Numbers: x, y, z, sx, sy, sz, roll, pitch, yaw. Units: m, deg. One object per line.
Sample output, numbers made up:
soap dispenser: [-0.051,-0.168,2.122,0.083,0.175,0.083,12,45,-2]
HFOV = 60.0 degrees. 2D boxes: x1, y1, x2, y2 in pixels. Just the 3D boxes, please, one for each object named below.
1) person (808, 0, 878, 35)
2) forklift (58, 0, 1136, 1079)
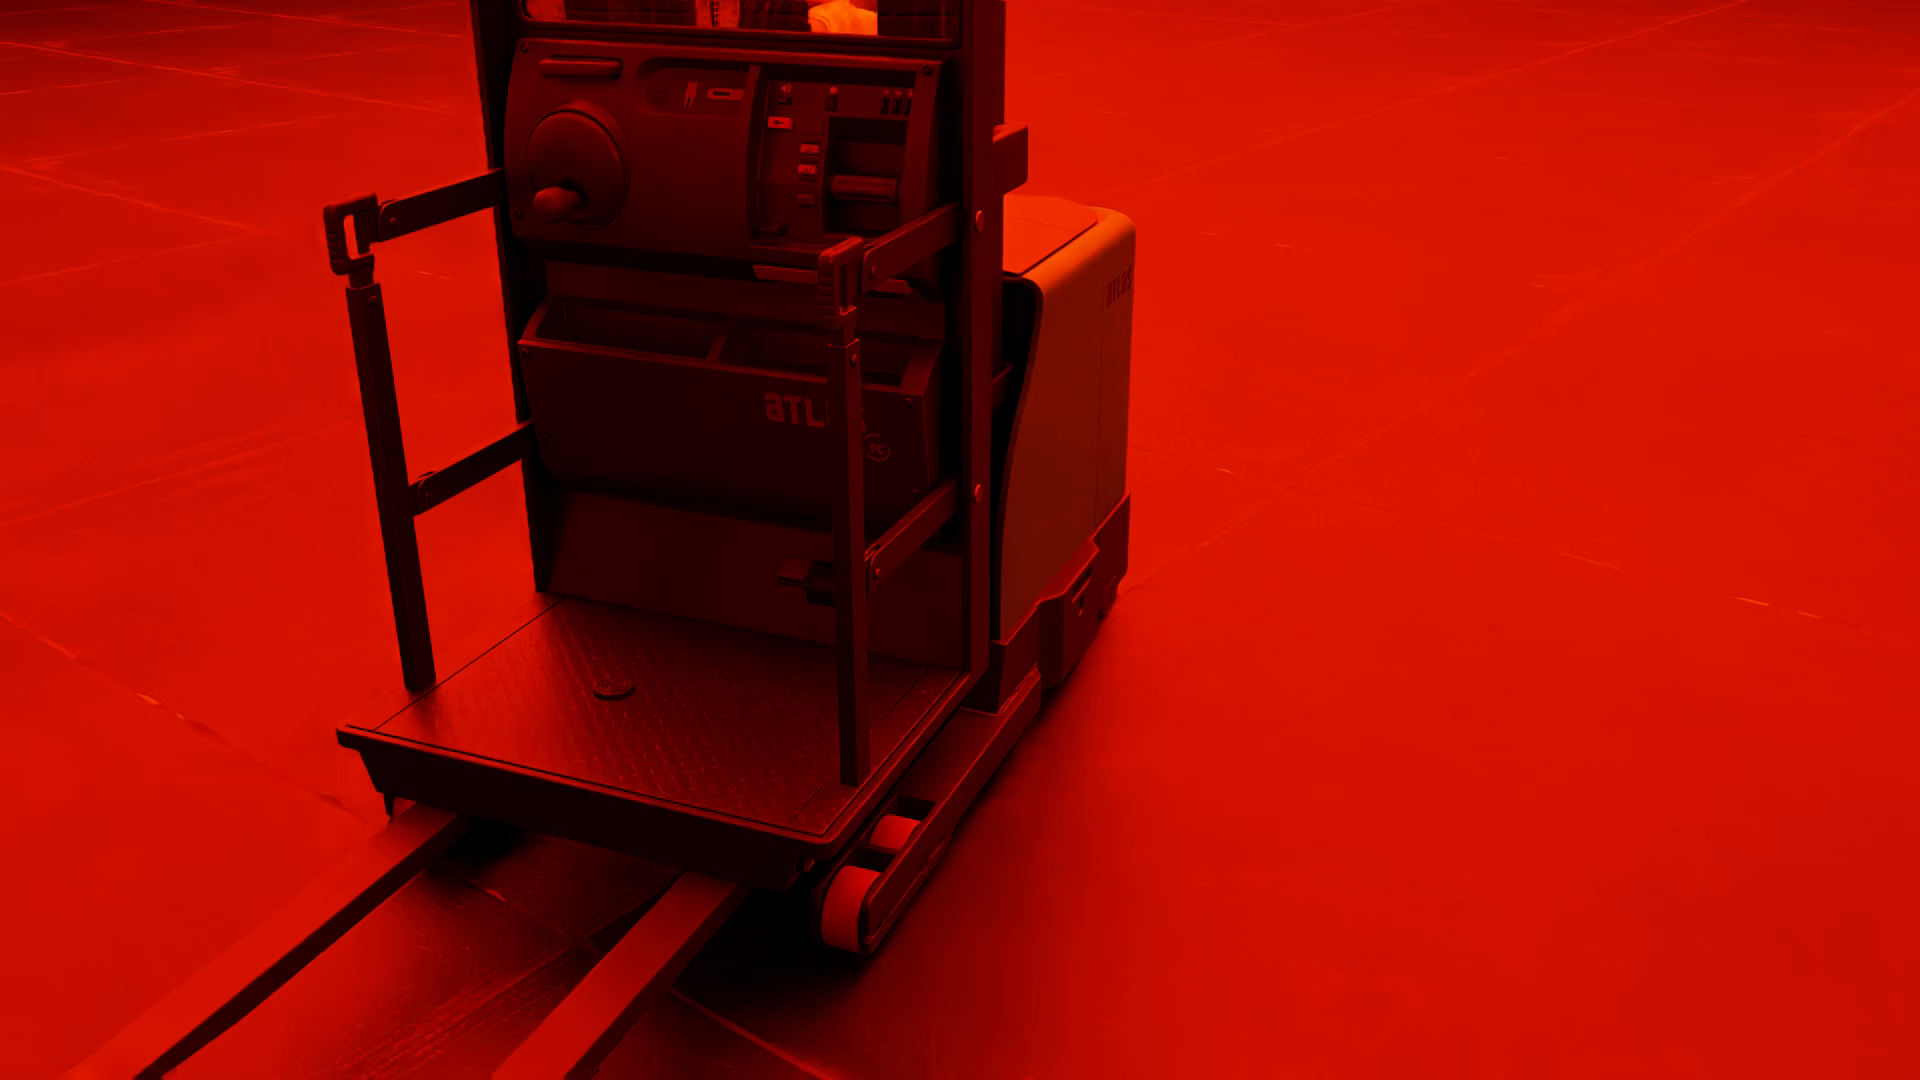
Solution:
person: [-0.438,-1.405,6.312,0.560,1.684,1.200,22,31,40]
forklift: [-0.554,-0.742,3.041,1.130,2.935,3.031,9,25,20]
